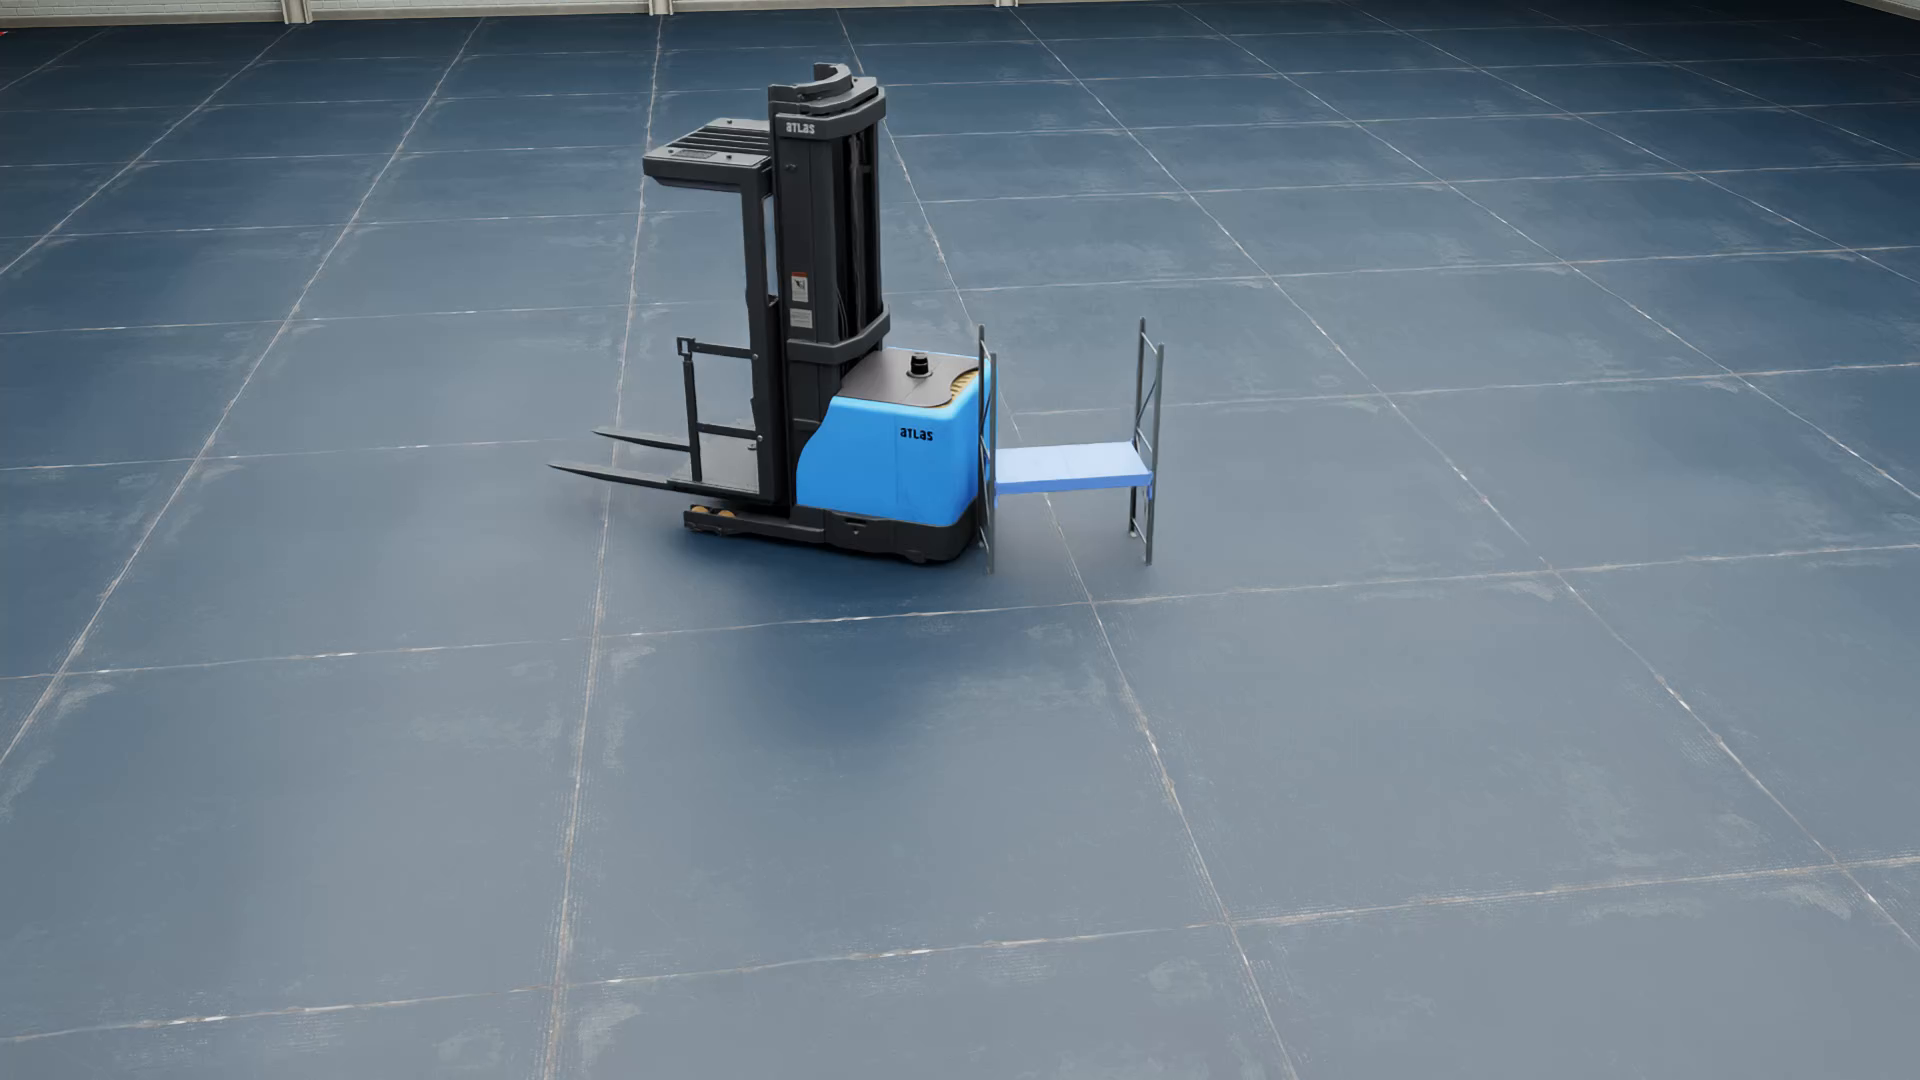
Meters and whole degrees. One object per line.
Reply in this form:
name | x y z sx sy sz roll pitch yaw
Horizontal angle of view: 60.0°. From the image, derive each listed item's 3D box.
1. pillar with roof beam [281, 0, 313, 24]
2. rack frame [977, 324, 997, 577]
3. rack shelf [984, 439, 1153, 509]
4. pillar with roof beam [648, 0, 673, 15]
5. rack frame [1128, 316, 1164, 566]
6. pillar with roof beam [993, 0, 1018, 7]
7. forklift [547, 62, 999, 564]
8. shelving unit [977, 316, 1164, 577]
pillar with roof beam | -10.477 -10.737 22.022 0.400 9.000 9.100 -4 27 -7
rack frame | 0.166 -0.549 10.379 0.032 1.500 0.500 -4 27 -7
rack shelf | 0.669 -0.422 10.527 1.000 0.185 0.538 -4 27 -7
pillar with roof beam | -4.536 -11.119 22.765 0.400 9.000 9.100 -4 27 -7
rack frame | 1.173 -0.616 10.510 0.032 1.500 0.500 -4 27 -7
pillar with roof beam | 1.406 -11.501 23.509 0.400 9.000 9.100 -4 27 -7
forklift | -1.312 -1.546 10.755 3.031 2.935 1.130 9 28 17
shelving unit | 0.669 -0.582 10.445 1.048 1.500 0.538 -4 27 -7
